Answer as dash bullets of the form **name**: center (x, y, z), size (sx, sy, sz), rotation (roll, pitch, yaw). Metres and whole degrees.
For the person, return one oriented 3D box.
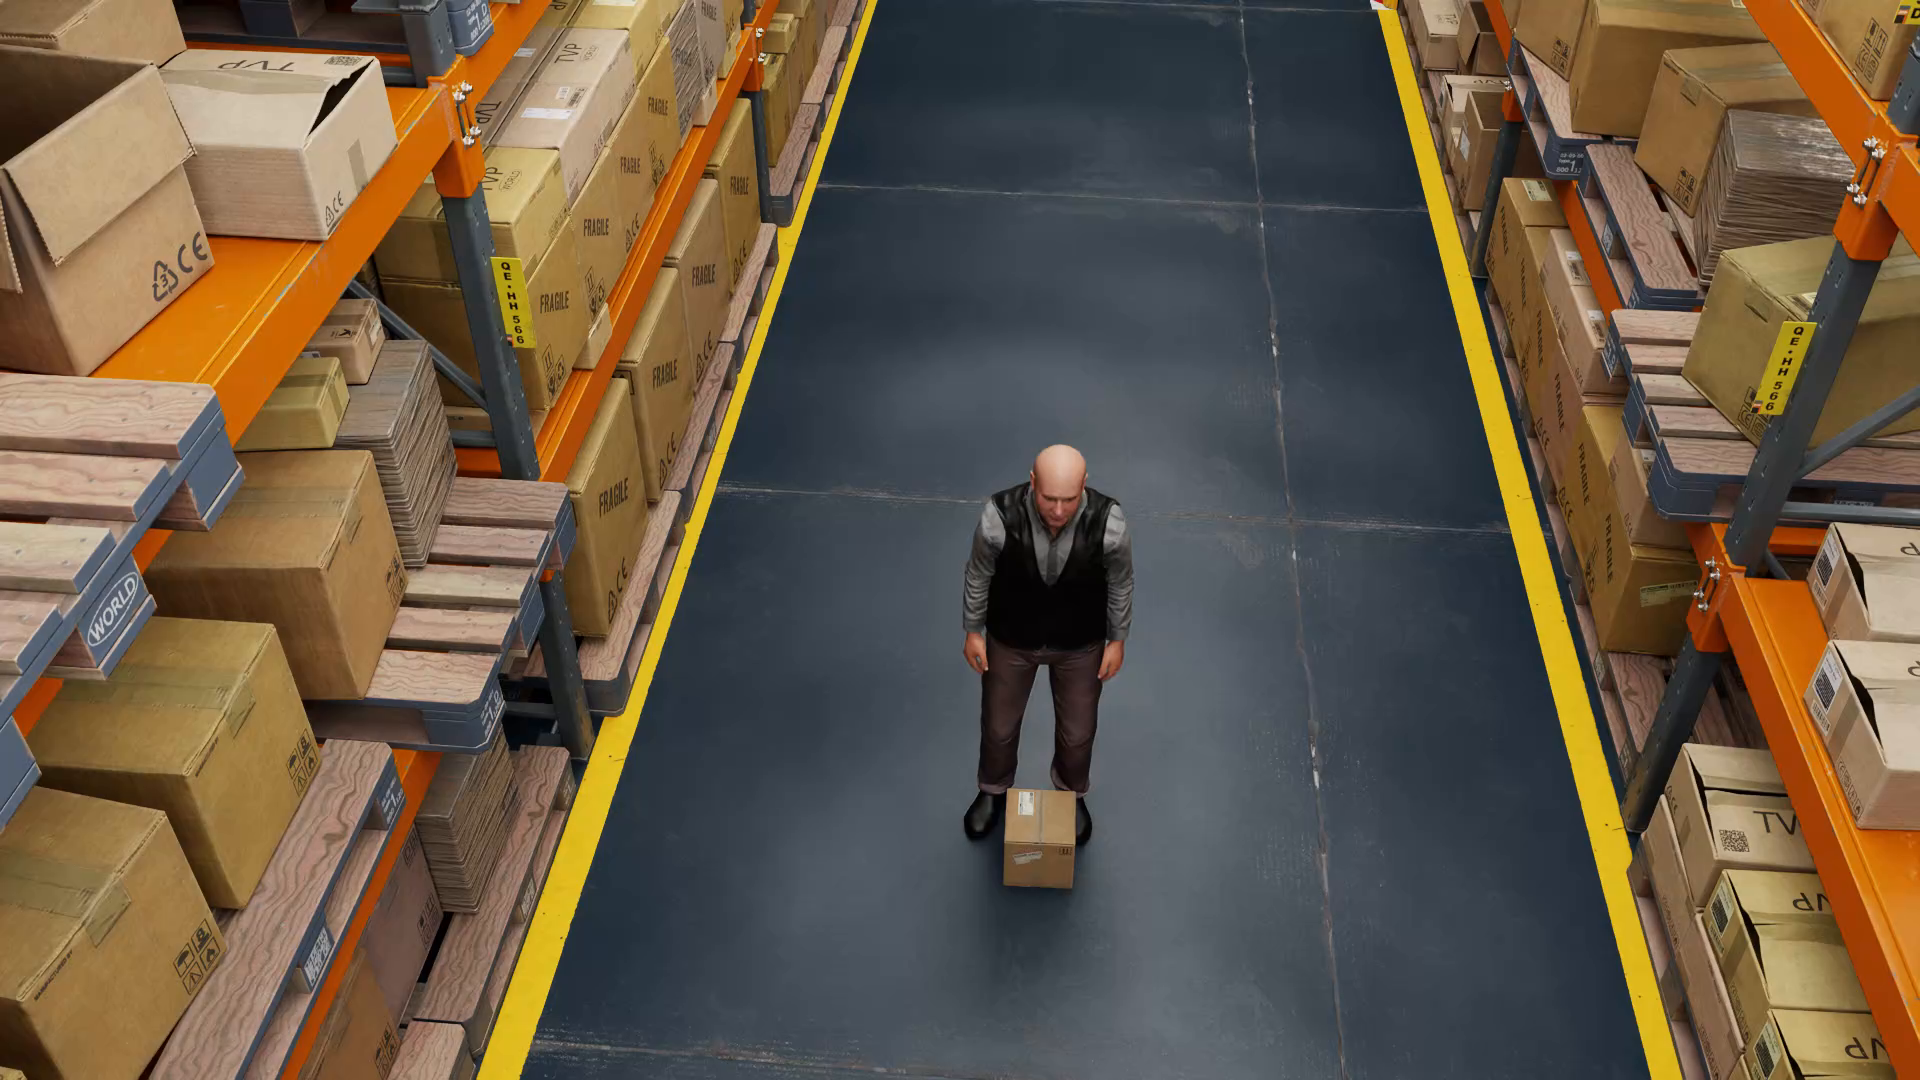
- **person**: center (0.298, 0.335, 5.773), size (0.578, 1.720, 0.419), rotation (2, 40, 3)
